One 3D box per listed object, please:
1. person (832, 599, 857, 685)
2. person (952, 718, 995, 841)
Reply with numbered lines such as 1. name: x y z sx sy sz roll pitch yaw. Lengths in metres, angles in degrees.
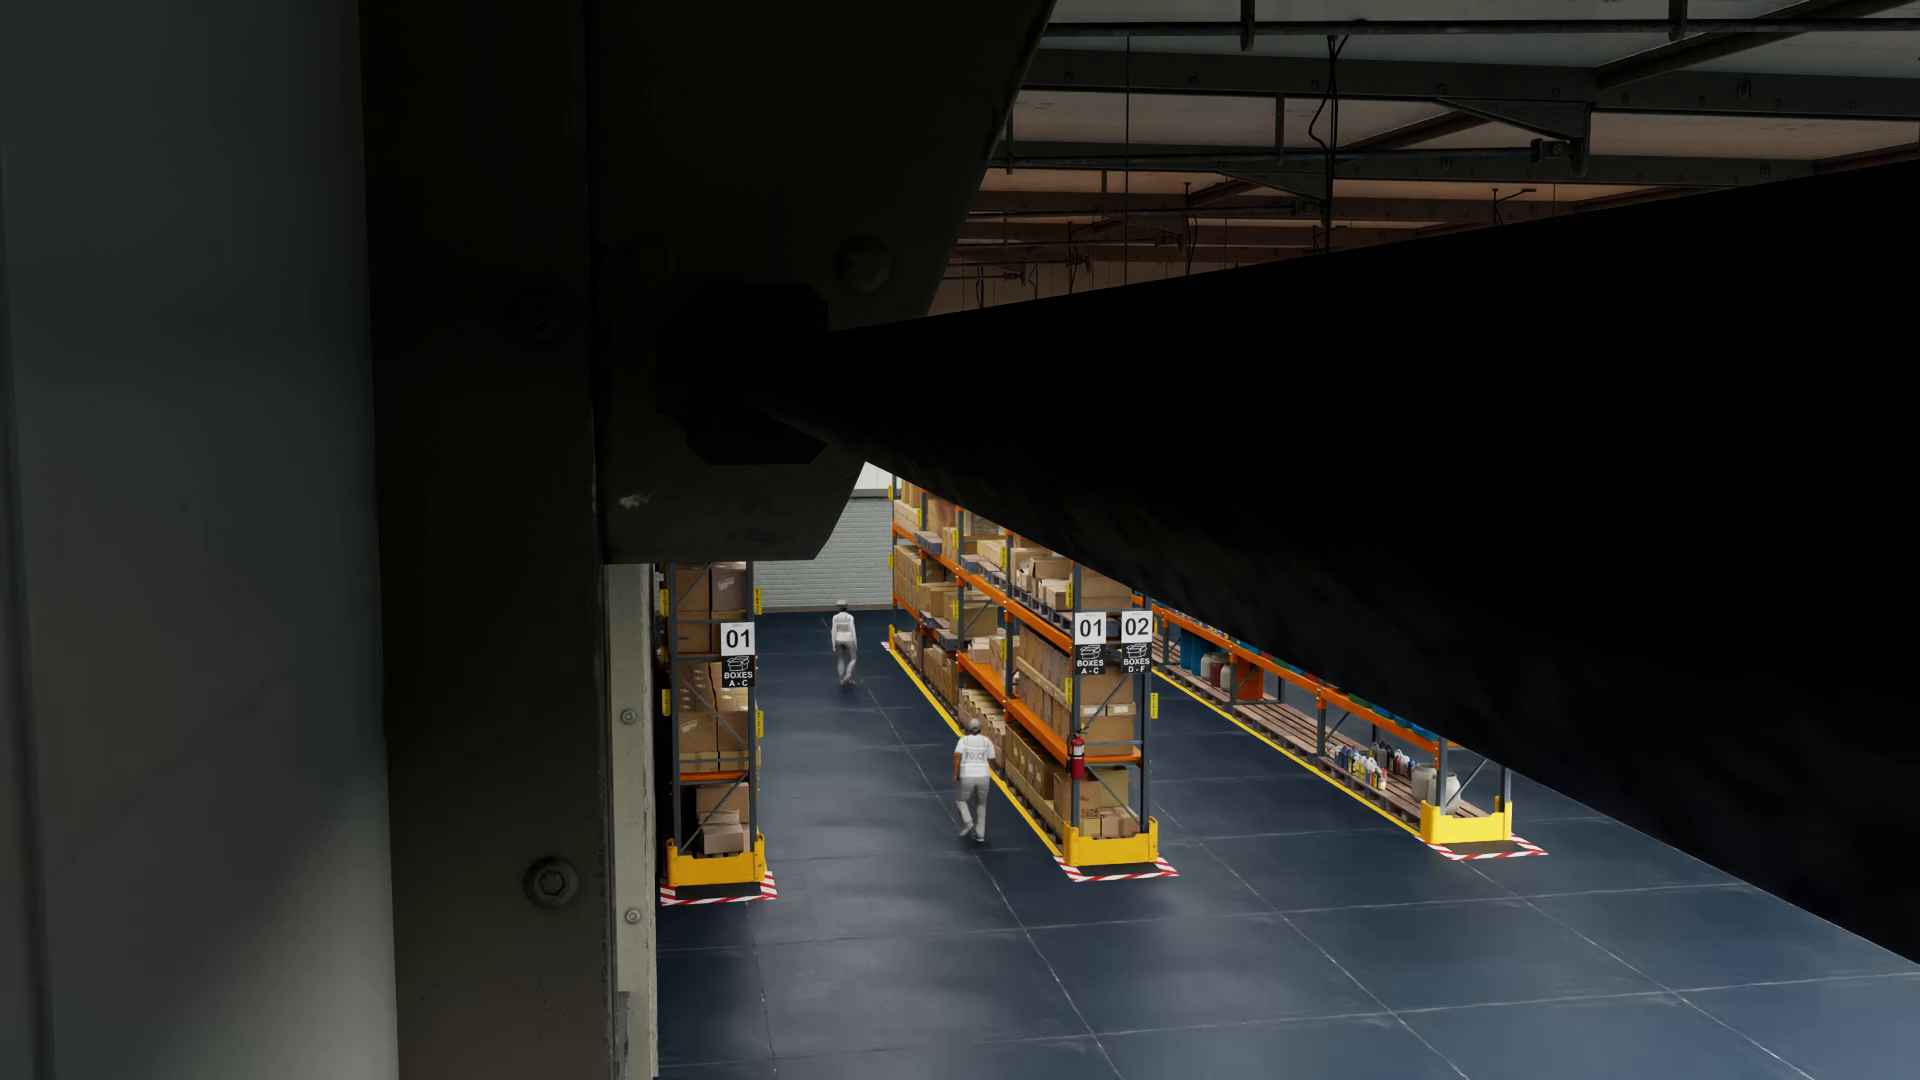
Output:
1. person: -2.263 2.009 32.347 0.515 1.676 0.480 2 6 18
2. person: 0.183 3.172 22.165 0.598 1.559 0.721 -1 6 -7
